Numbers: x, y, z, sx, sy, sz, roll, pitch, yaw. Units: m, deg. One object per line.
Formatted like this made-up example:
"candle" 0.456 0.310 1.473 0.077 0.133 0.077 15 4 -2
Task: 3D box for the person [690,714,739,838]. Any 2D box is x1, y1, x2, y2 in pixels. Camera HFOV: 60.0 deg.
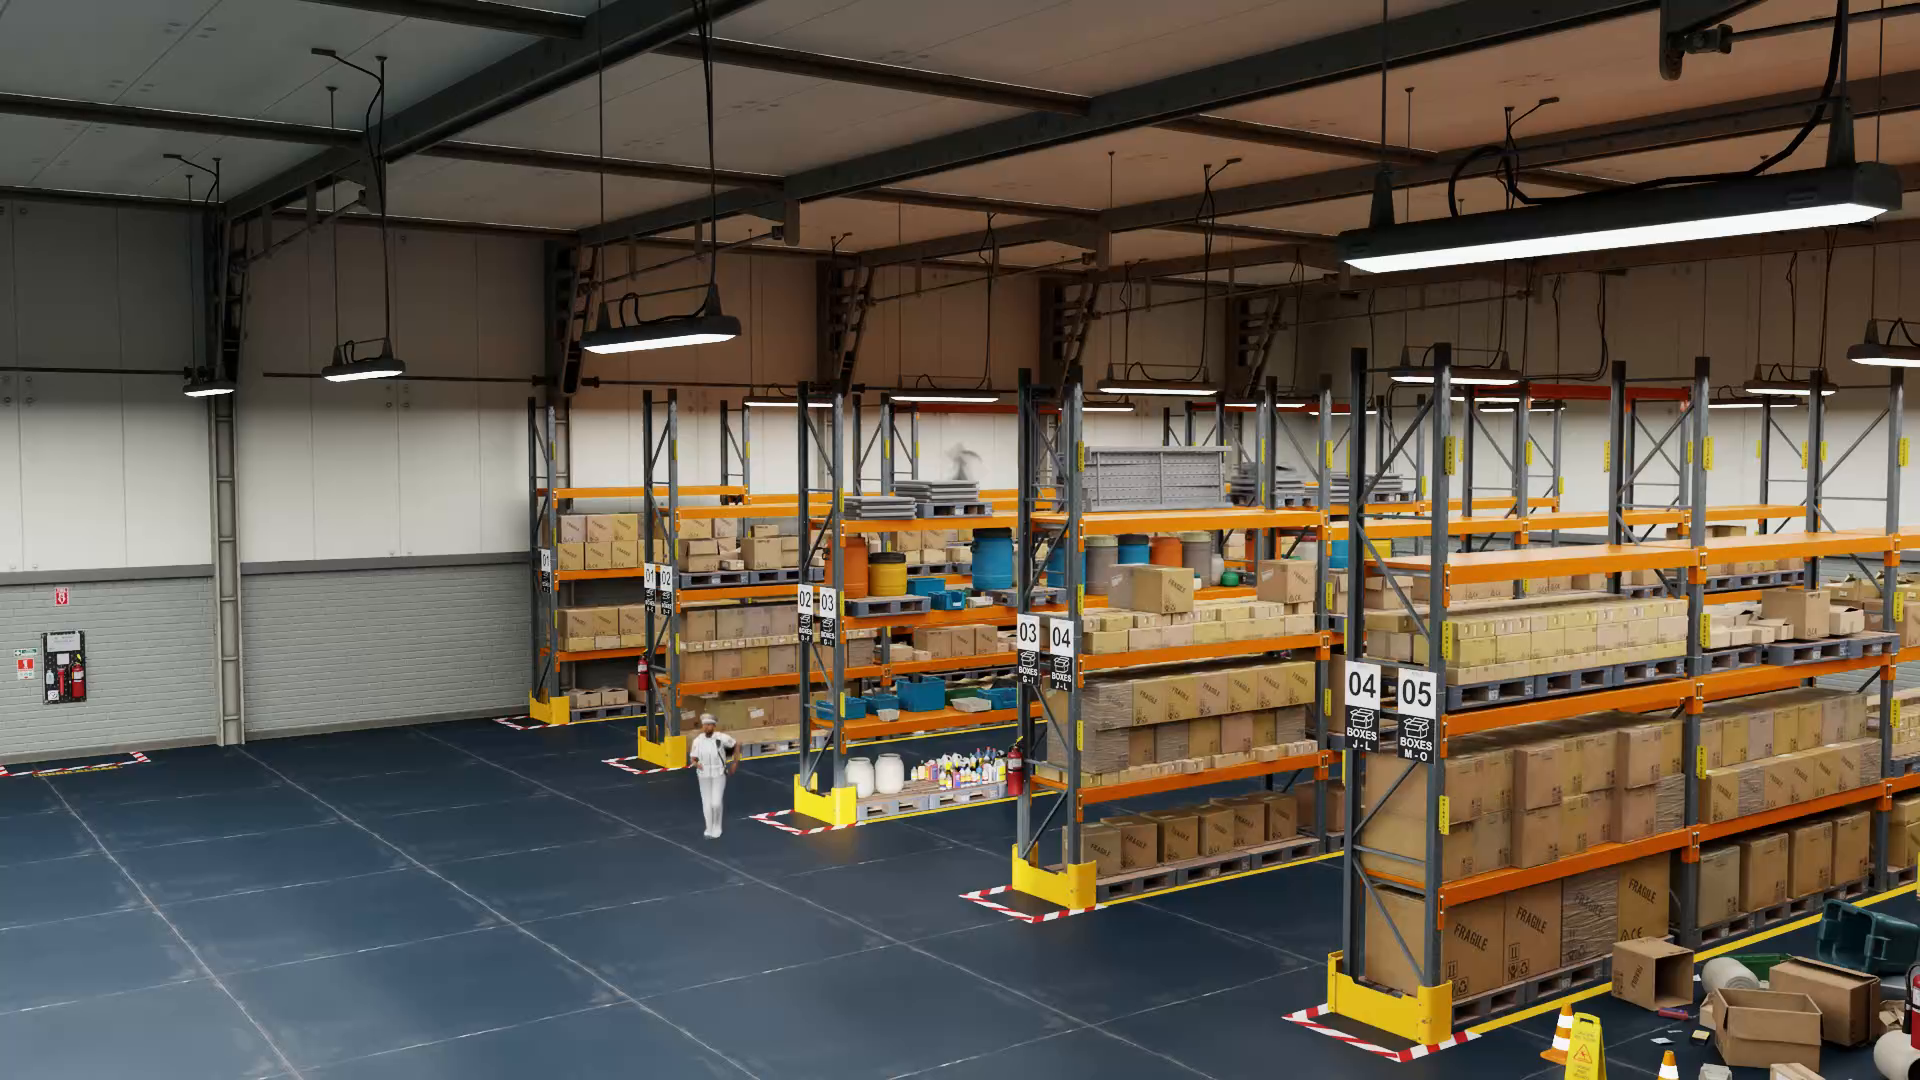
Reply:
"person" -3.177 3.054 21.466 0.593 1.642 0.804 0 3 4

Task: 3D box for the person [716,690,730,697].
"person" -4.147 2.543 29.525 0.803 1.810 0.604 -2 4 -36
